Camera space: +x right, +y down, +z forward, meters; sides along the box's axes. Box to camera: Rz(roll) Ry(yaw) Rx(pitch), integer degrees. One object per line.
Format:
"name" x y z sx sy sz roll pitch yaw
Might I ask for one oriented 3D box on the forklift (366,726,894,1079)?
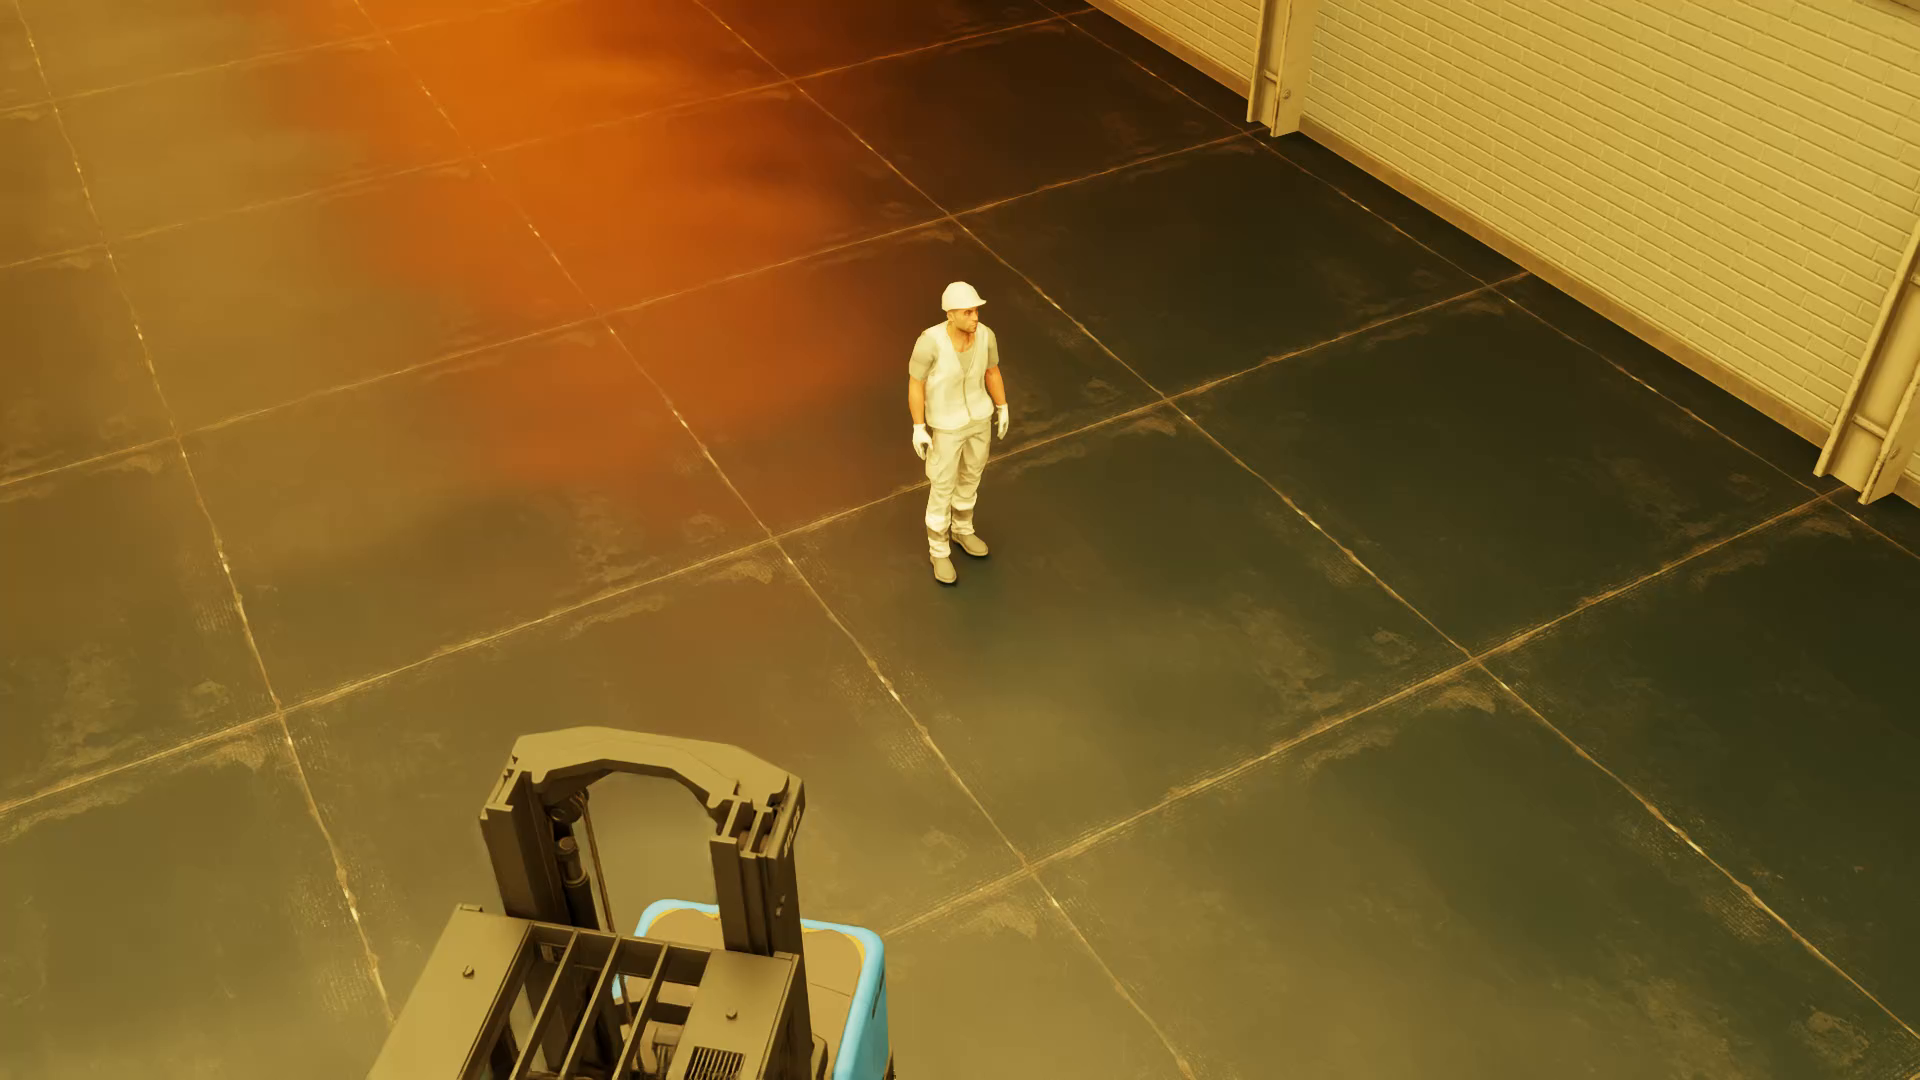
"forklift" -1.063 2.154 5.440 1.130 2.935 3.031 7 40 8

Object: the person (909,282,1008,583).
"person" 0.029 -0.646 9.698 0.637 1.787 0.564 -20 44 -23
